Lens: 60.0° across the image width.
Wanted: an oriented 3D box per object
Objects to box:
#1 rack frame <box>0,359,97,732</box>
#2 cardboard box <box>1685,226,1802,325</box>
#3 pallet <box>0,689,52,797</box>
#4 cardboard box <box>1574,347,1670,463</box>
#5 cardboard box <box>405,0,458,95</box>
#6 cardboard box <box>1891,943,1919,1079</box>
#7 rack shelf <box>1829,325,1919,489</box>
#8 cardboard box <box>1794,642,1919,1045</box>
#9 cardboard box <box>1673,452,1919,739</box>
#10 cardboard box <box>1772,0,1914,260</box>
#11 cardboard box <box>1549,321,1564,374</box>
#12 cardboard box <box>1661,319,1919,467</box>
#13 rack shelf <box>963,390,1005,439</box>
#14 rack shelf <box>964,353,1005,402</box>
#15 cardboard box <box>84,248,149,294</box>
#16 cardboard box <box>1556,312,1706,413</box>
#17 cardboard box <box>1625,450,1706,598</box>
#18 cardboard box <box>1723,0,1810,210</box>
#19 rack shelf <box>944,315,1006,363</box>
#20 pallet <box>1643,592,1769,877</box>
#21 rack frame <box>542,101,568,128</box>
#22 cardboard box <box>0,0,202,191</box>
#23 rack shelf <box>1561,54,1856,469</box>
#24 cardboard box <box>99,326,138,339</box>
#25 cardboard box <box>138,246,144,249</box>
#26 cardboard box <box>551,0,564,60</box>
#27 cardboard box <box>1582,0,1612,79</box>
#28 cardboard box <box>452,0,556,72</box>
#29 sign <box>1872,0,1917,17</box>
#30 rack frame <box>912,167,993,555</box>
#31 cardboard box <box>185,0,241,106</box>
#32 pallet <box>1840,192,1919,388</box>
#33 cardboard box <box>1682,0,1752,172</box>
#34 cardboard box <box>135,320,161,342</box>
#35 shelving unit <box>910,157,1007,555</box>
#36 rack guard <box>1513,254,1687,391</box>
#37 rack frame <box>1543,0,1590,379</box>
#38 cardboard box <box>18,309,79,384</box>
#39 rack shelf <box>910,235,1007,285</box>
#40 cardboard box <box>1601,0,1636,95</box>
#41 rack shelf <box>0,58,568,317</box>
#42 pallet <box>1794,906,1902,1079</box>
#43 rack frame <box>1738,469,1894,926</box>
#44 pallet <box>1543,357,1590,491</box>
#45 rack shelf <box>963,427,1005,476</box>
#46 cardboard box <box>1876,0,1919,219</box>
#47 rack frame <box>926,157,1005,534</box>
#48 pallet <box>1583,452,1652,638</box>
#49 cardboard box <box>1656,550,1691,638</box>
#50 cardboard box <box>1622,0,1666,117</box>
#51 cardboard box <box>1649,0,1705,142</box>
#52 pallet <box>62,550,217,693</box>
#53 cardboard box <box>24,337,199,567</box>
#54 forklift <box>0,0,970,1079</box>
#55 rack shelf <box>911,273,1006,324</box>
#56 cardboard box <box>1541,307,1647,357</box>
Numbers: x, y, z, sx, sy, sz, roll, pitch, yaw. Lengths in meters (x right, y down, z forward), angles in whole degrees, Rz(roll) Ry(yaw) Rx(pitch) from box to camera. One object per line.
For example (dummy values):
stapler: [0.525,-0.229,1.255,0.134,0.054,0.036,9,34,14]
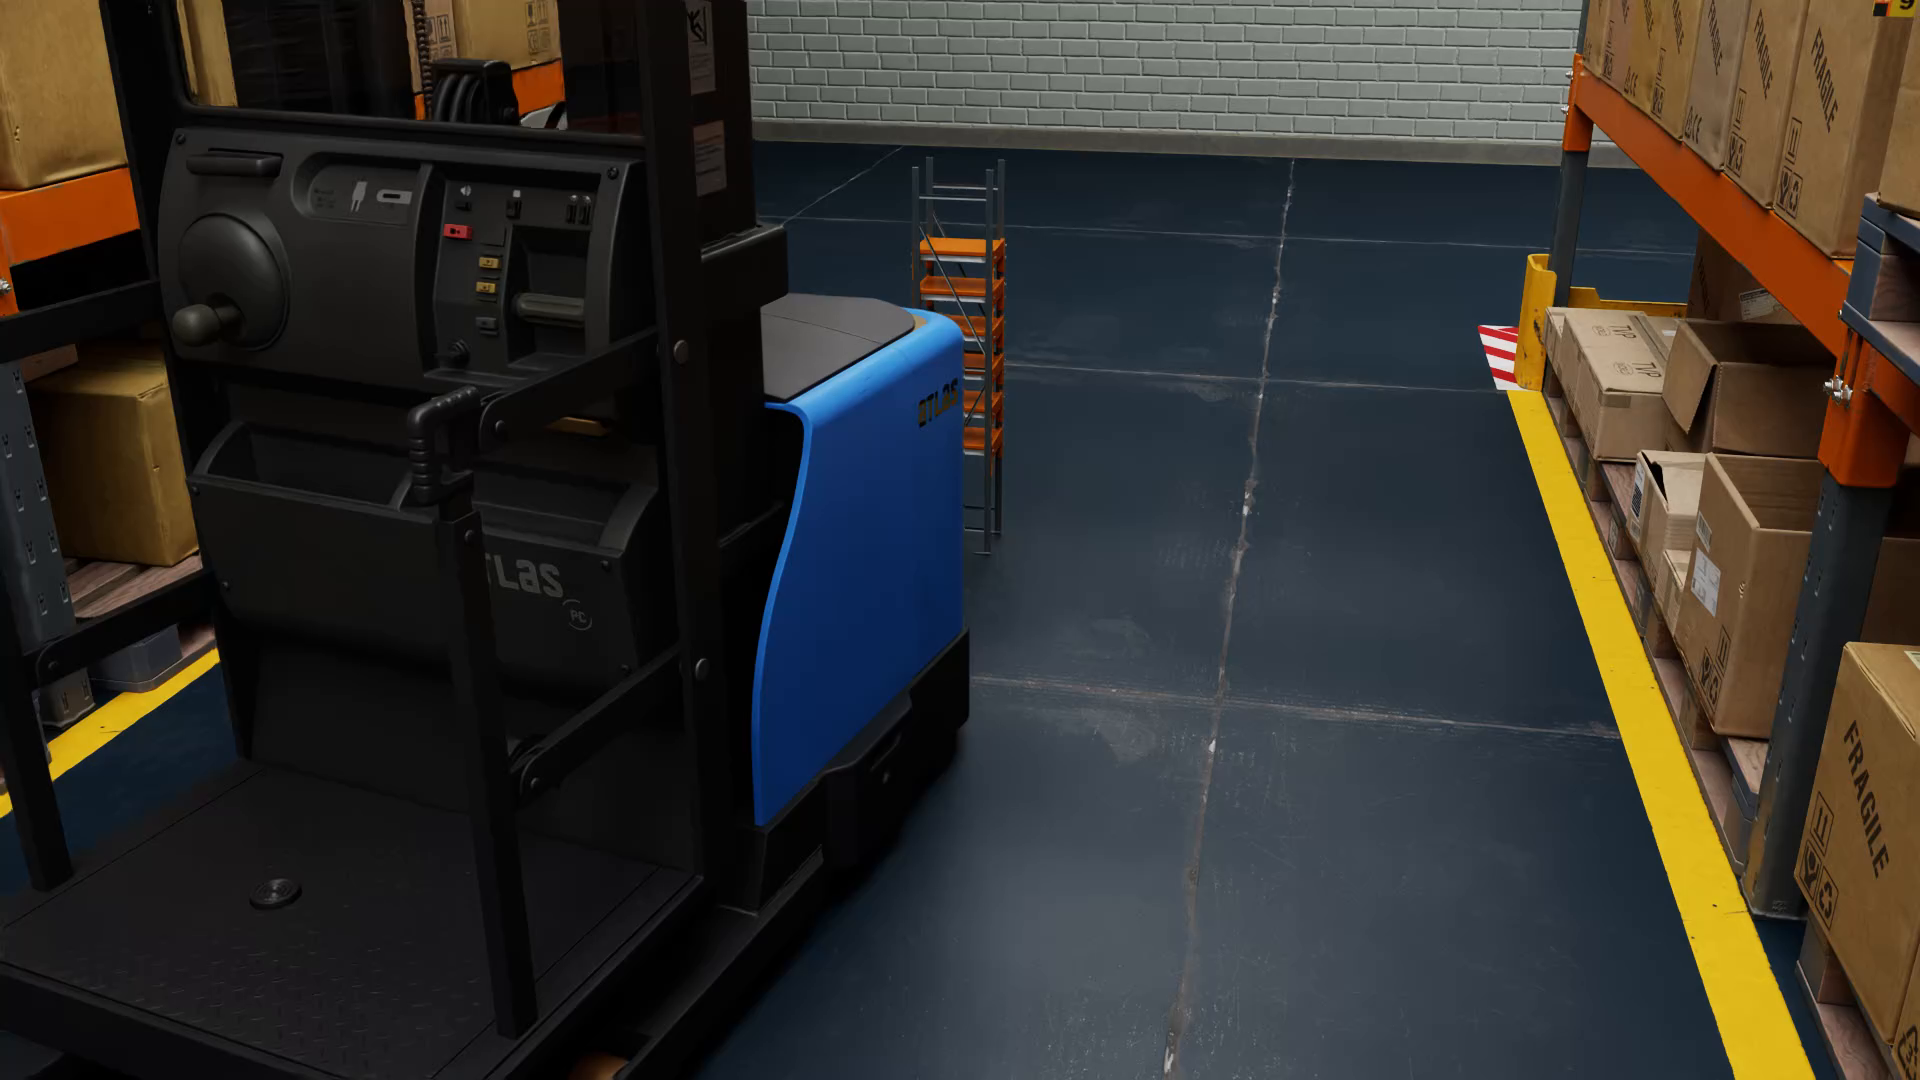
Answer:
rack frame: [-2.721,-0.972,3.753,1.000,3.000,0.127,4,22,11]
cardboard box: [3.076,-0.886,6.295,0.500,0.500,0.500,4,22,11]
pallet: [-2.805,0.609,3.558,1.003,0.211,1.213,4,22,11]
cardboard box: [2.353,-0.445,5.534,0.500,0.250,0.500,4,22,11]
cardboard box: [-2.301,-1.842,5.510,0.980,0.700,0.700,3,22,8]
cardboard box: [1.694,0.714,2.323,0.500,0.500,0.500,5,22,12]
rack shelf: [1.721,0.469,1.137,1.077,0.370,4.000,4,22,11]
cardboard box: [1.792,0.518,2.810,0.500,0.500,0.500,3,22,8]
cardboard box: [1.968,0.129,3.774,0.500,0.500,0.500,4,22,11]
cardboard box: [1.980,-0.845,3.302,0.500,0.500,0.500,5,22,12]
cardboard box: [2.473,-0.730,6.355,0.380,0.166,0.250,4,22,11]
cardboard box: [2.508,-0.330,4.909,0.797,0.503,0.637,4,22,11]
rack shelf: [-0.003,-0.399,5.178,0.258,0.103,0.180,4,22,11]
rack shelf: [-0.003,-0.510,5.133,0.258,0.103,0.180,4,22,11]
cardboard box: [-2.533,-0.826,5.304,0.380,0.149,0.250,4,22,9]
cardboard box: [2.455,-0.627,5.988,0.500,0.250,0.500,4,22,11]
cardboard box: [2.121,-0.057,4.491,0.500,0.311,0.500,4,22,11]
cardboard box: [2.084,-1.033,3.770,0.500,0.500,0.500,5,22,12]
rack shelf: [-0.003,-0.621,5.088,0.258,0.103,0.180,4,22,11]
pallet: [2.270,0.446,3.963,1.003,0.211,1.213,4,22,11]
rack frame: [-1.905,-2.435,7.385,1.000,3.000,0.127,4,22,11]
cardboard box: [-2.594,-1.309,4.186,0.980,0.700,0.700,5,22,12]
rack shelf: [2.537,-0.994,4.769,1.077,0.370,4.000,4,22,11]
cardboard box: [-2.362,-0.457,5.256,0.700,0.500,0.500,4,22,10]
cardboard box: [-2.481,-0.918,5.533,0.380,0.149,0.250,5,22,11]
cardboard box: [-1.999,-2.387,6.864,0.980,0.700,0.700,5,23,13]
cardboard box: [2.597,-1.963,6.079,0.500,0.500,0.500,5,22,12]
cardboard box: [-2.137,-2.120,6.201,0.980,0.700,0.700,4,22,10]
sign: [1.597,-1.036,2.752,0.100,0.325,0.005,4,22,11]
rack frame: [-0.022,-0.518,5.033,0.240,1.200,0.006,4,22,11]
cardboard box: [-2.440,-1.575,4.848,0.980,0.700,0.700,4,22,10]
pallet: [1.859,-0.223,2.149,1.003,0.211,1.213,4,22,11]
cardboard box: [2.187,-1.221,4.237,0.500,0.500,0.500,5,22,12]
cardboard box: [-2.219,-0.685,4.956,0.380,0.149,0.250,5,23,13]
shelving unit: [-0.003,-0.551,5.116,0.258,1.200,0.189,4,22,11]
rack guard: [2.930,-0.872,6.849,1.175,0.500,0.348,4,22,11]
rack frame: [2.945,-2.059,6.451,1.000,3.000,0.127,4,22,11]
cardboard box: [-2.692,-0.536,4.585,0.380,0.149,0.250,4,22,11]
rack shelf: [-0.003,-0.844,4.998,0.258,0.103,0.180,4,22,11]
cardboard box: [2.497,-1.774,5.609,0.500,0.500,0.500,4,22,10]
rack shelf: [-2.313,-1.370,5.703,1.077,0.370,4.000,4,22,11]
pallet: [2.000,0.998,2.593,1.003,0.211,1.213,4,22,11]
rack frame: [2.129,-0.596,2.818,1.000,3.000,0.127,4,22,11]
pallet: [2.768,-0.446,6.178,1.003,0.211,1.213,4,22,11]
rack shelf: [-0.003,-0.287,5.223,0.258,0.103,0.180,4,22,11]
cardboard box: [1.814,-0.681,2.333,0.700,0.500,0.500,-3,22,-7]
rack frame: [0.016,-0.585,5.199,0.240,1.200,0.006,4,22,11]
pallet: [2.517,-0.001,5.074,1.003,0.211,1.213,4,22,11]
cardboard box: [1.986,0.151,4.192,0.380,0.149,0.250,4,22,11]
cardboard box: [2.391,-1.591,5.154,0.500,0.500,0.500,4,22,11]
cardboard box: [2.288,-1.408,4.701,0.500,0.500,0.500,5,22,12]
pallet: [-2.489,0.049,4.949,1.003,0.211,1.213,4,22,11]
cardboard box: [-2.468,-0.273,4.801,0.700,0.500,0.500,5,22,12]
forklift: [-1.024,-0.444,2.533,1.130,2.935,3.031,9,24,22]
rack shelf: [-0.003,-0.733,5.043,0.258,0.103,0.180,4,22,11]
cardboard box: [2.524,-0.814,6.586,0.380,0.149,0.250,4,22,11]
